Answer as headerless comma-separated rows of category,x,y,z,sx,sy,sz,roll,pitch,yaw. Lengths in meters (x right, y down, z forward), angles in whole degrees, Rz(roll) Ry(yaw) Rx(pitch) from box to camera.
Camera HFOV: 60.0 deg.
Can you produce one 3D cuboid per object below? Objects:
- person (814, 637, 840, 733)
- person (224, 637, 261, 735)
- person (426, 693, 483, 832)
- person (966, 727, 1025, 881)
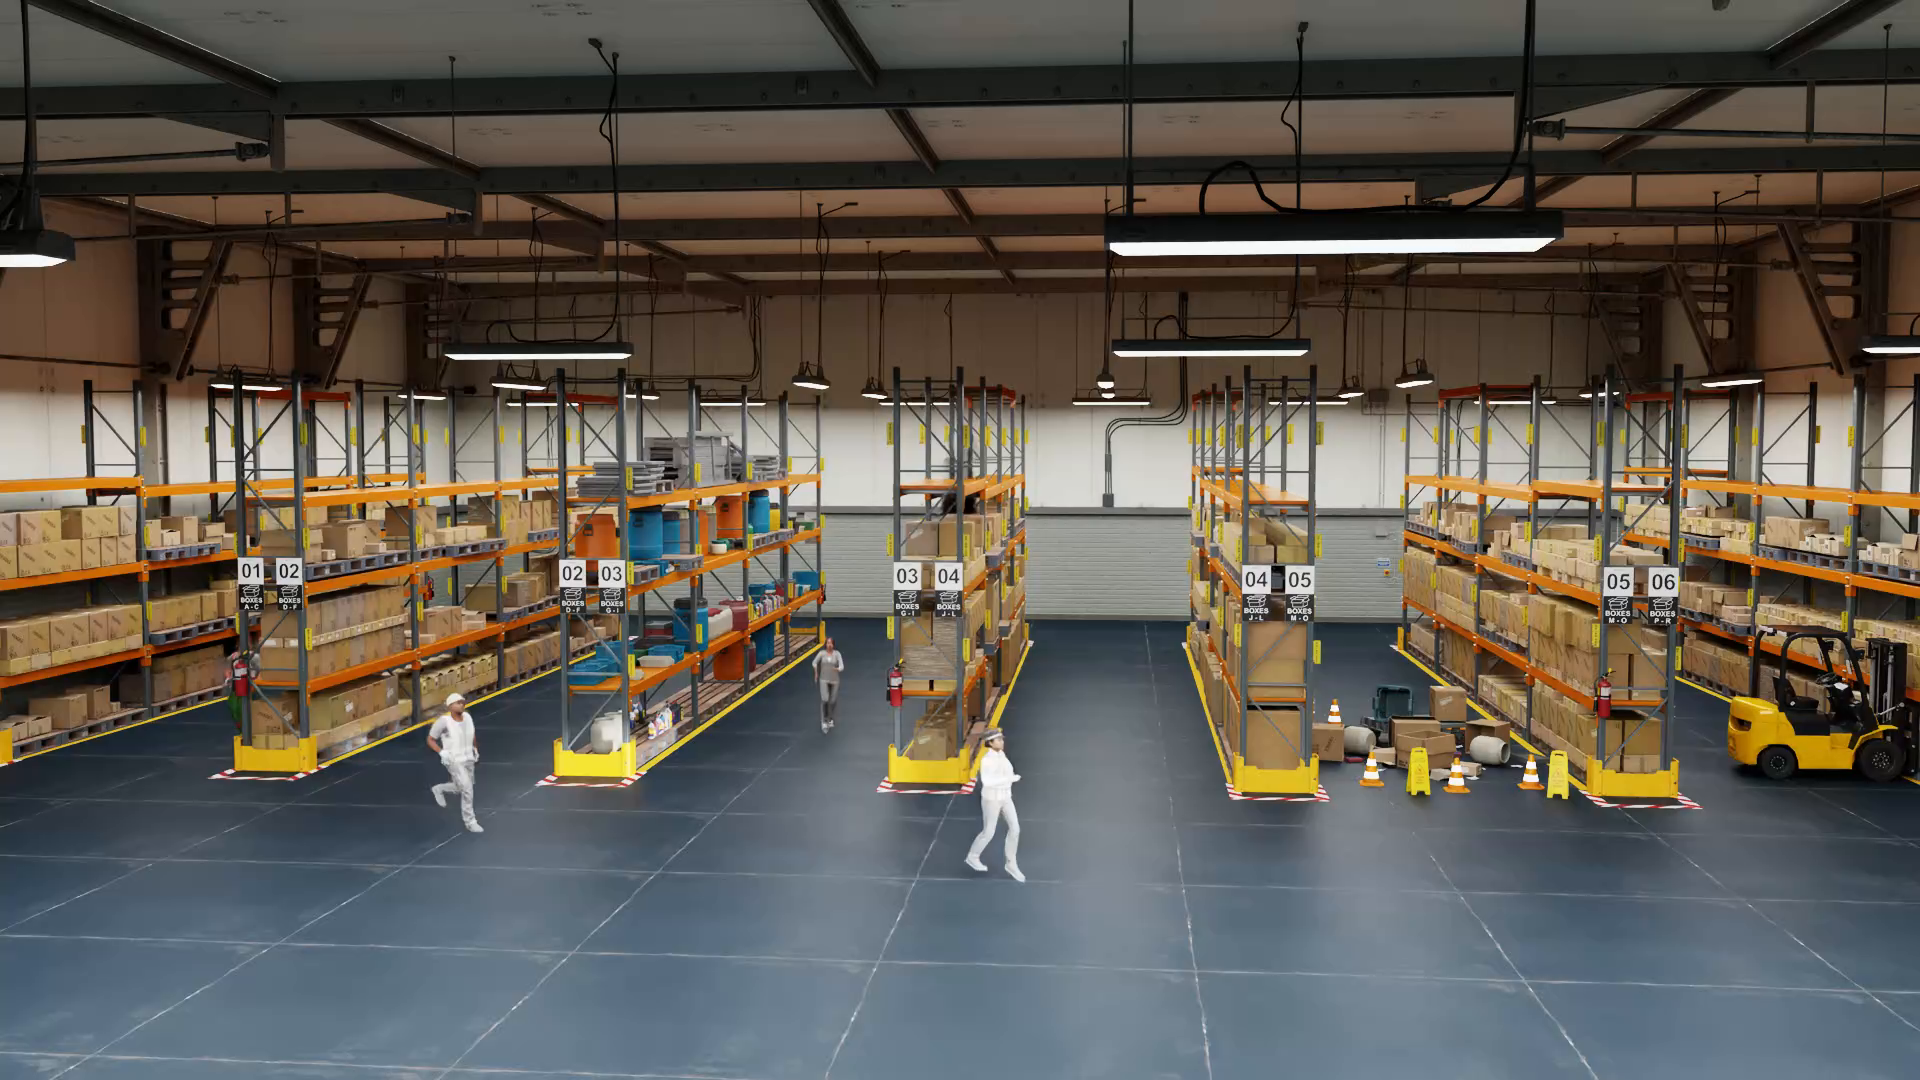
person,-2.243,2.444,28.157,0.442,1.615,0.681,-1,4,-11
person,-11.779,2.441,27.319,0.657,1.742,0.601,0,4,3
person,-6.452,2.831,21.273,0.937,1.753,0.672,2,4,26
person,0.400,2.977,18.852,0.725,1.746,0.597,2,4,35
